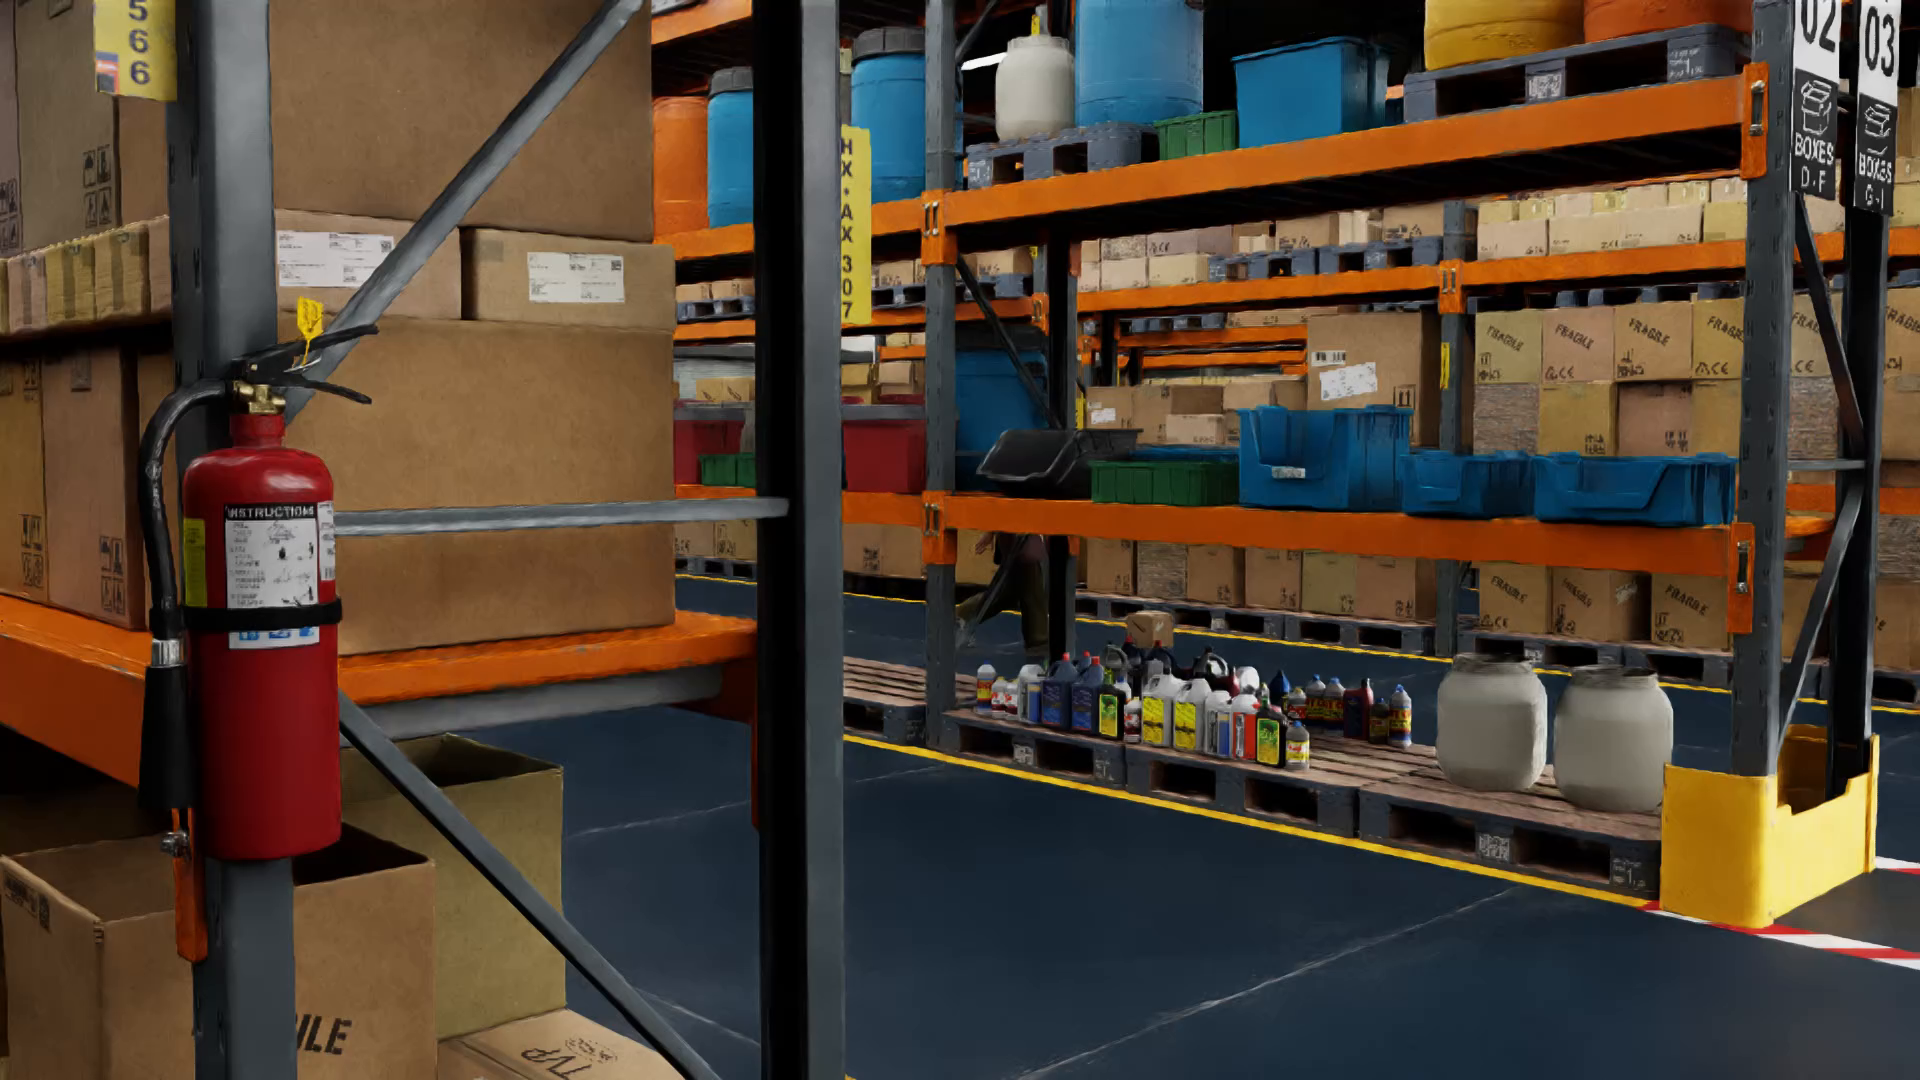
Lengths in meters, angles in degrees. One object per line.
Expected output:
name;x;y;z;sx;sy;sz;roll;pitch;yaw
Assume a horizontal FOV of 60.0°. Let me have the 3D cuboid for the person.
person;0.376;-0.040;11.998;0.947;1.745;0.659;1;4;14
